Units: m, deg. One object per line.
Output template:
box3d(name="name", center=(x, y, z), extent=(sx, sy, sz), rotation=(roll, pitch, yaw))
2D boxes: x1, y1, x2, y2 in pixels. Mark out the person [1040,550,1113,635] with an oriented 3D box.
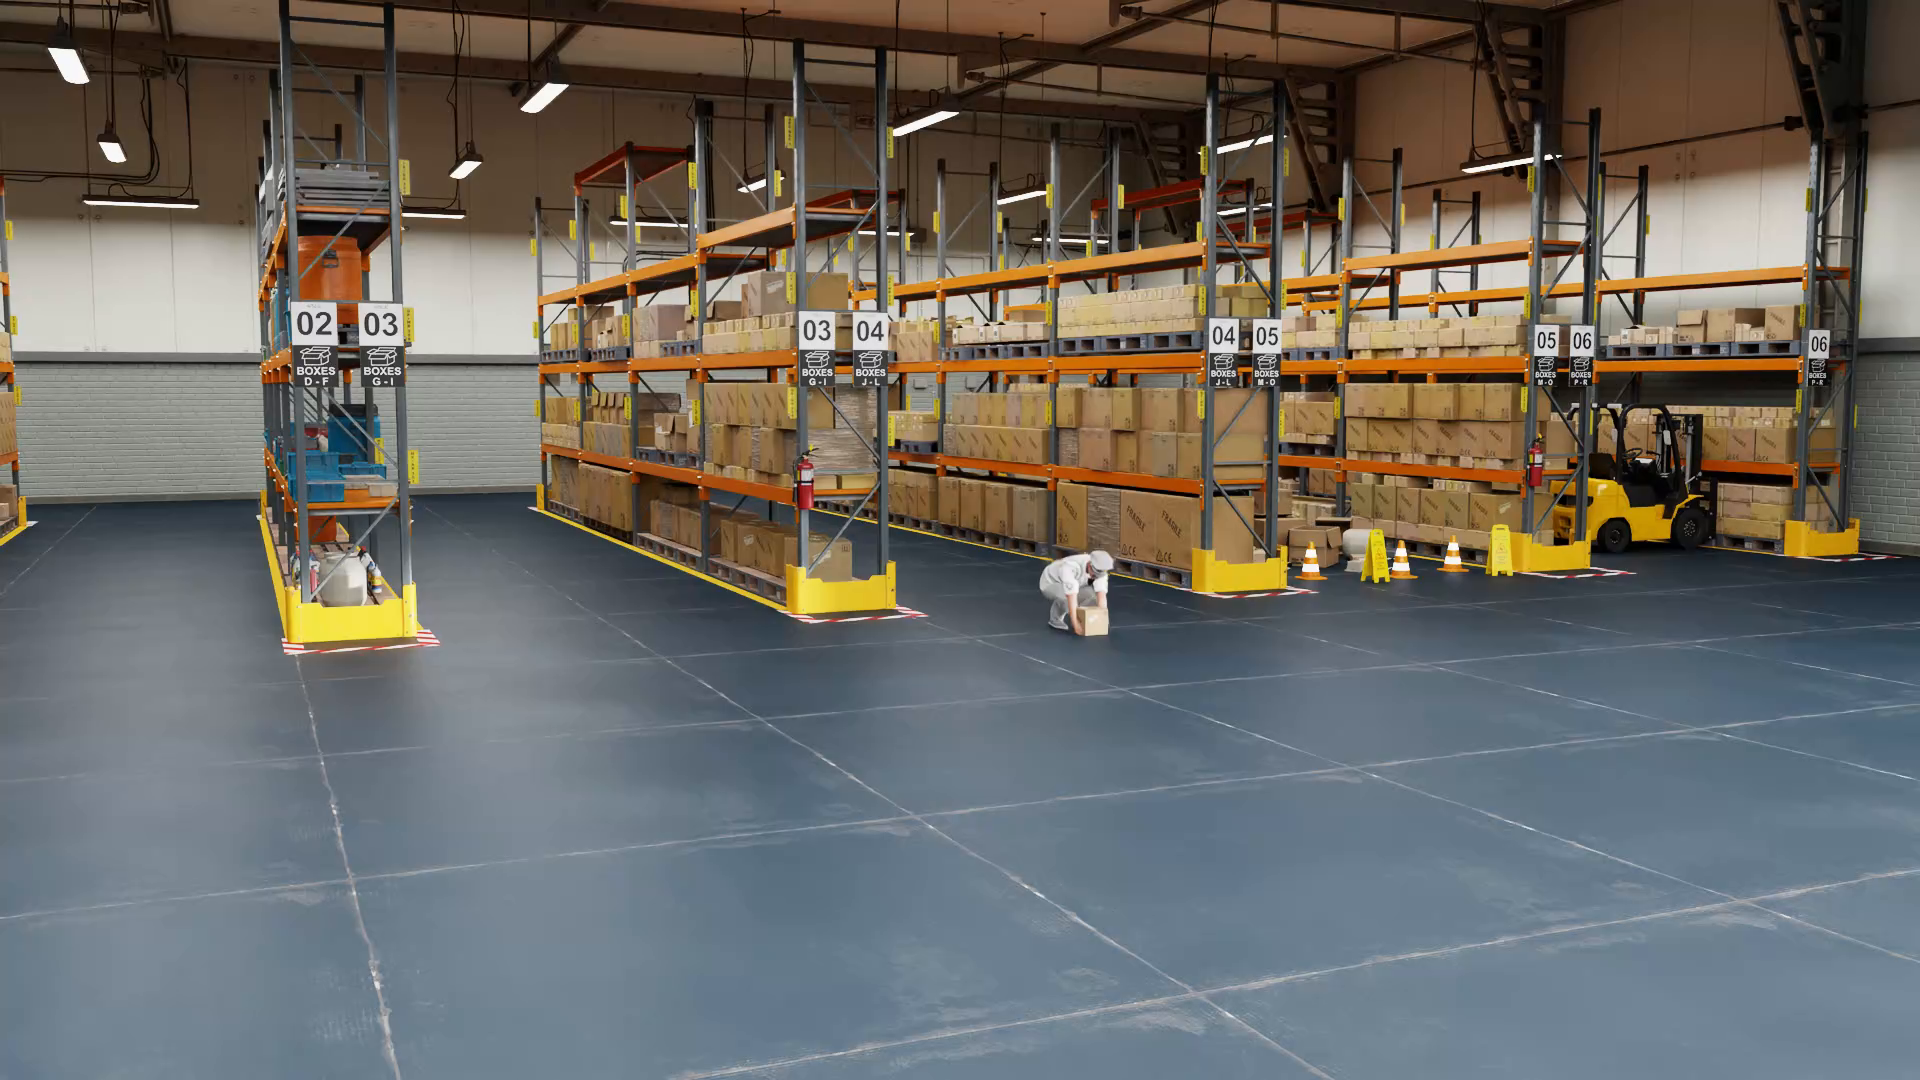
box3d(name="person", center=(1.173, 0.520, 16.571), extent=(0.539, 0.894, 0.986), rotation=(-2, 6, -24))
